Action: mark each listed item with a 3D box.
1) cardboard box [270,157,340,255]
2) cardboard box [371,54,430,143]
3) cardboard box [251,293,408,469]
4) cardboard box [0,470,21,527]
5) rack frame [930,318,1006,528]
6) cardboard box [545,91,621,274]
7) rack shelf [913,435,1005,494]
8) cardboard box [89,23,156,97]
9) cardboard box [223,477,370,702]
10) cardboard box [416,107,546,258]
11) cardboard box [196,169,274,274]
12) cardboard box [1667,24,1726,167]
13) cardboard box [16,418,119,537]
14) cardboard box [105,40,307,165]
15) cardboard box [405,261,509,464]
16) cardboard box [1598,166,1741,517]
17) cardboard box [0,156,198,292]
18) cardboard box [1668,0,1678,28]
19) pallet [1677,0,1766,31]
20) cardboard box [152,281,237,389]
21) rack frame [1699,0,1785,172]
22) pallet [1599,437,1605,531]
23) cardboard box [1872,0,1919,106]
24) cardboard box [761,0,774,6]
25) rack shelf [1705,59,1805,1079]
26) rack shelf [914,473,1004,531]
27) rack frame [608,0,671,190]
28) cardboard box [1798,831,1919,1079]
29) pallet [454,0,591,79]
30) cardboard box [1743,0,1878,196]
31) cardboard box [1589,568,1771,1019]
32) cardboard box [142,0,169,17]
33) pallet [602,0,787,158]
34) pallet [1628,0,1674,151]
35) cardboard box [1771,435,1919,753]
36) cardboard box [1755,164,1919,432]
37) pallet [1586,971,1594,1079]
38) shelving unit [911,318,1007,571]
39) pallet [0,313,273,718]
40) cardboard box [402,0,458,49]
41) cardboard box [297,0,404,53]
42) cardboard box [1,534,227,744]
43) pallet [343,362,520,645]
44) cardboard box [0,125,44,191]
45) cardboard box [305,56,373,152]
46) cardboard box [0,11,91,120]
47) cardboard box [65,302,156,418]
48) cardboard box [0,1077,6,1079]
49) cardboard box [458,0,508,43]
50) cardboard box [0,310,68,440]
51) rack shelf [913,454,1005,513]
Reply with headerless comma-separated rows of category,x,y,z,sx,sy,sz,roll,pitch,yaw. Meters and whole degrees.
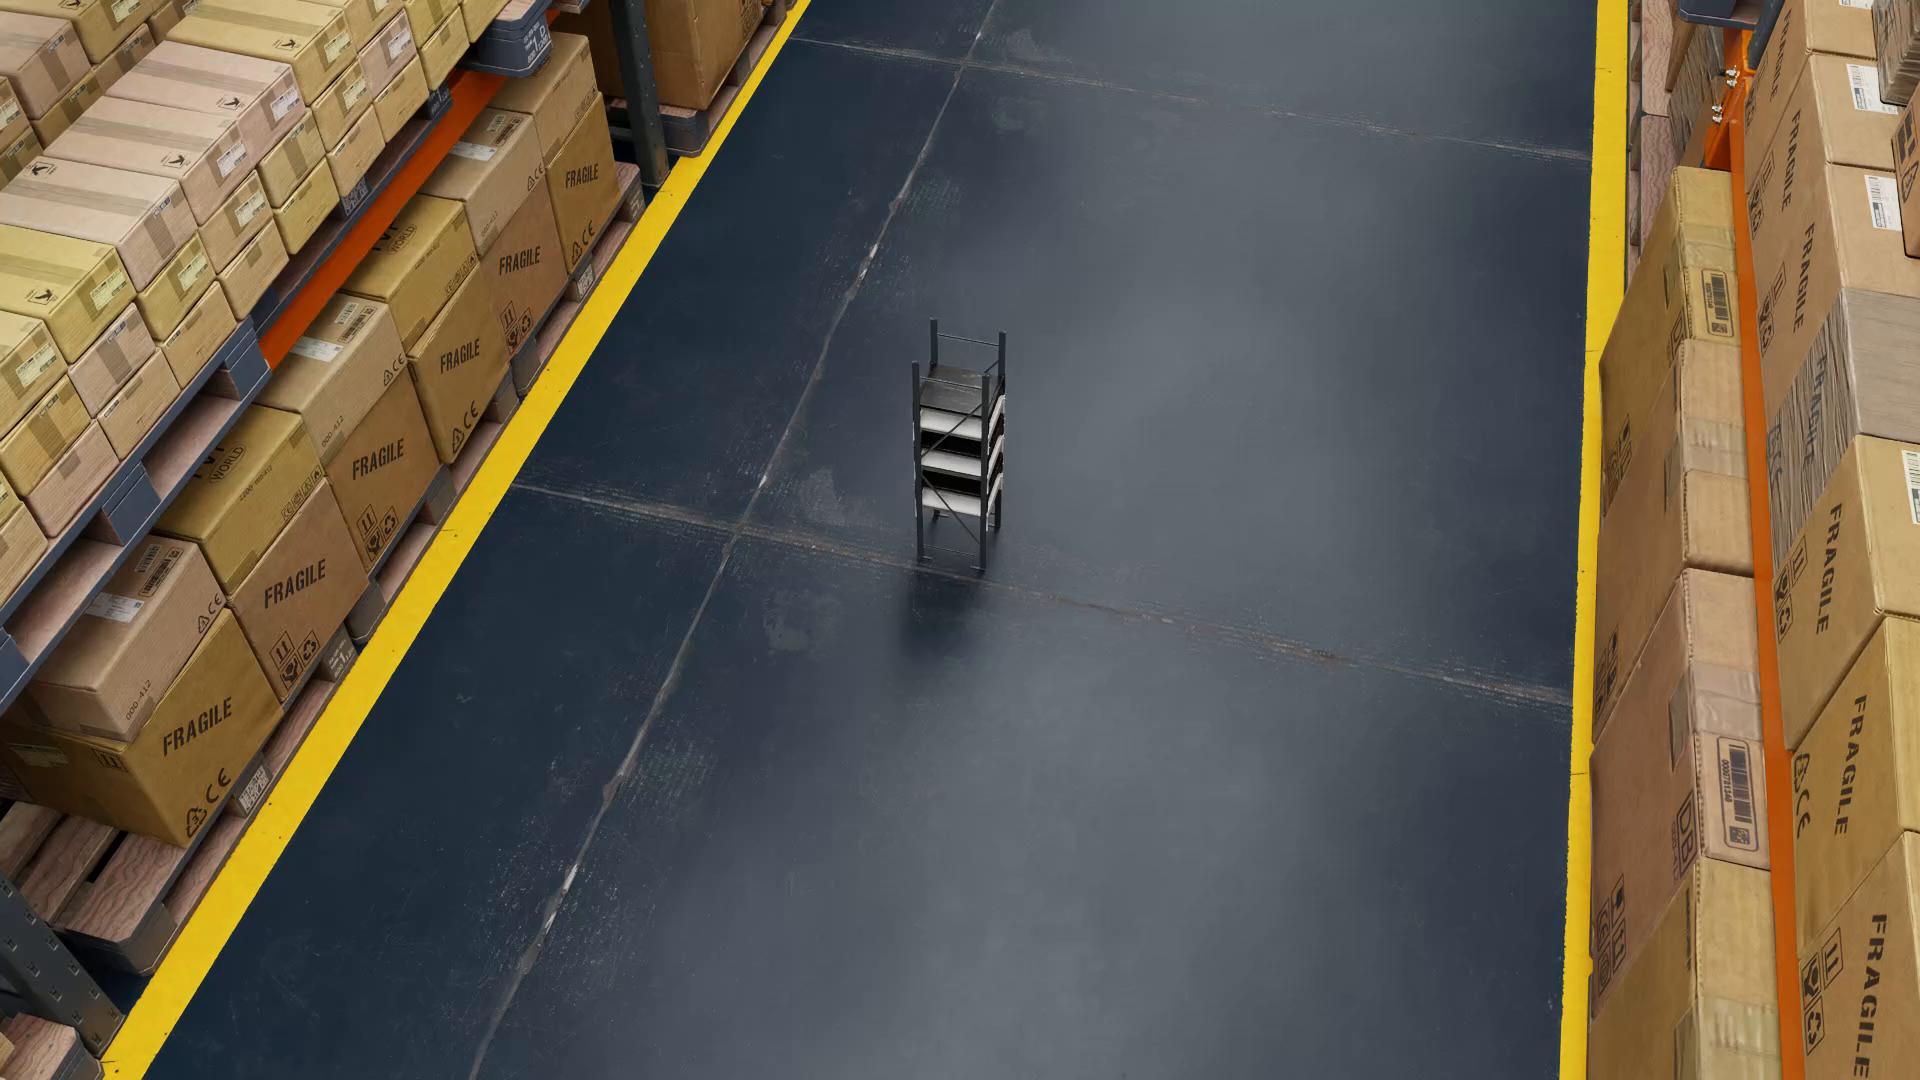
cardboard box,-1.908,-0.923,4.452,0.380,0.149,0.250,11,49,9
cardboard box,-1.770,-1.303,4.787,0.380,0.149,0.250,13,50,11
cardboard box,-2.068,-0.524,5.099,0.500,0.250,0.500,13,50,11
cardboard box,-2.247,-0.076,3.506,0.380,0.149,0.250,12,50,11
rack frame,0.025,-0.365,5.472,0.240,0.900,0.006,12,50,10
cardboard box,-1.662,-1.405,6.377,0.500,0.500,0.500,11,50,10
rack shelf,-0.002,-0.270,5.432,0.258,0.077,0.200,12,50,10
cardboard box,-2.467,-1.338,4.619,0.380,0.149,0.250,13,50,11
cardboard box,-2.206,0.095,5.052,0.500,0.500,0.500,14,50,12
cardboard box,-1.791,-1.267,5.755,0.500,0.250,0.500,12,50,11
cardboard box,-1.976,-0.835,4.175,0.380,0.149,0.250,13,50,12
cardboard box,3.308,-1.780,6.694,0.700,0.500,0.500,8,49,7
cardboard box,-2.179,-0.180,3.795,0.380,0.149,0.250,12,50,11
cardboard box,-1.907,-1.110,4.220,0.380,0.149,0.250,13,50,11
cardboard box,-1.926,-0.645,5.706,0.500,0.500,0.500,10,49,8
cardboard box,2.816,-0.510,5.337,1.225,0.875,0.875,9,49,8
cardboard box,-2.041,-0.743,3.895,0.380,0.149,0.250,11,49,10
cardboard box,3.597,-2.595,7.413,0.700,0.500,0.500,8,49,7
pallet,3.102,-2.042,5.680,1.213,0.211,1.003,12,50,10
cardboard box,-2.043,-0.541,4.114,0.380,0.149,0.250,12,50,10
rack frame,3.017,-1.569,5.134,1.000,3.000,0.127,12,50,10
pallet,2.737,-0.091,5.690,1.003,0.211,1.213,12,50,10
cardboard box,2.809,-1.409,4.257,0.797,0.503,0.637,13,50,11
cardboard box,-1.267,-3.071,7.680,1.050,0.750,0.750,12,50,11
rack shelf,2.491,0.115,4.127,1.077,0.370,4.000,12,50,10
rack shelf,-0.002,-0.151,5.567,0.258,0.077,0.200,12,50,10
rack frame,-1.741,-2.621,6.063,1.000,3.000,0.127,12,50,10
cardboard box,1.824,0.899,2.889,0.500,0.500,0.500,12,50,10
pallet,-1.826,-2.021,5.661,1.213,0.211,1.003,12,50,10
cardboard box,2.627,-1.304,4.834,0.500,0.500,0.500,13,50,11
cardboard box,2.348,0.775,4.203,1.225,0.875,0.875,10,49,9
cardboard box,-2.394,-1.627,4.676,0.380,0.149,0.250,13,50,11
pallet,-1.461,-2.254,7.598,1.003,0.211,1.213,12,50,10
pallet,3.547,-2.091,7.455,1.003,0.211,1.213,12,50,10
cardboard box,2.092,0.163,3.539,0.500,0.500,0.500,11,49,10
cardboard box,2.362,-0.560,4.177,0.500,0.500,0.500,11,49,9
pallet,2.095,1.674,4.132,1.003,0.211,1.213,12,50,10
shelving unit,-0.002,-0.292,5.407,0.258,0.900,0.210,12,50,10
pallet,-2.453,-0.188,4.044,1.003,0.211,1.213,12,50,10
cardboard box,-1.701,-1.583,4.836,0.380,0.149,0.250,11,50,10
cardboard box,-1.770,-1.494,4.559,0.380,0.149,0.250,14,50,12
cardboard box,-2.345,0.230,4.433,0.500,0.250,0.500,10,49,8
pallet,-2.271,-0.254,5.833,1.003,0.211,1.213,12,50,10
cardboard box,-2.606,-0.965,4.290,0.380,0.149,0.250,9,49,8
cardboard box,-1.837,-1.208,4.505,0.380,0.149,0.250,11,49,9
cardboard box,-2.533,-1.252,4.345,0.380,0.149,0.250,10,49,8
cardboard box,-2.113,-0.451,3.836,0.380,0.149,0.250,13,50,11
cardboard box,-2.569,1.427,4.111,0.380,0.149,0.250,12,50,11
cardboard box,-1.631,-1.684,5.123,0.380,0.149,0.250,11,49,10
cardboard box,-2.179,-0.378,3.573,0.380,0.149,0.250,13,50,11
rack shelf,-0.002,-0.210,5.500,0.258,0.077,0.200,12,50,10
